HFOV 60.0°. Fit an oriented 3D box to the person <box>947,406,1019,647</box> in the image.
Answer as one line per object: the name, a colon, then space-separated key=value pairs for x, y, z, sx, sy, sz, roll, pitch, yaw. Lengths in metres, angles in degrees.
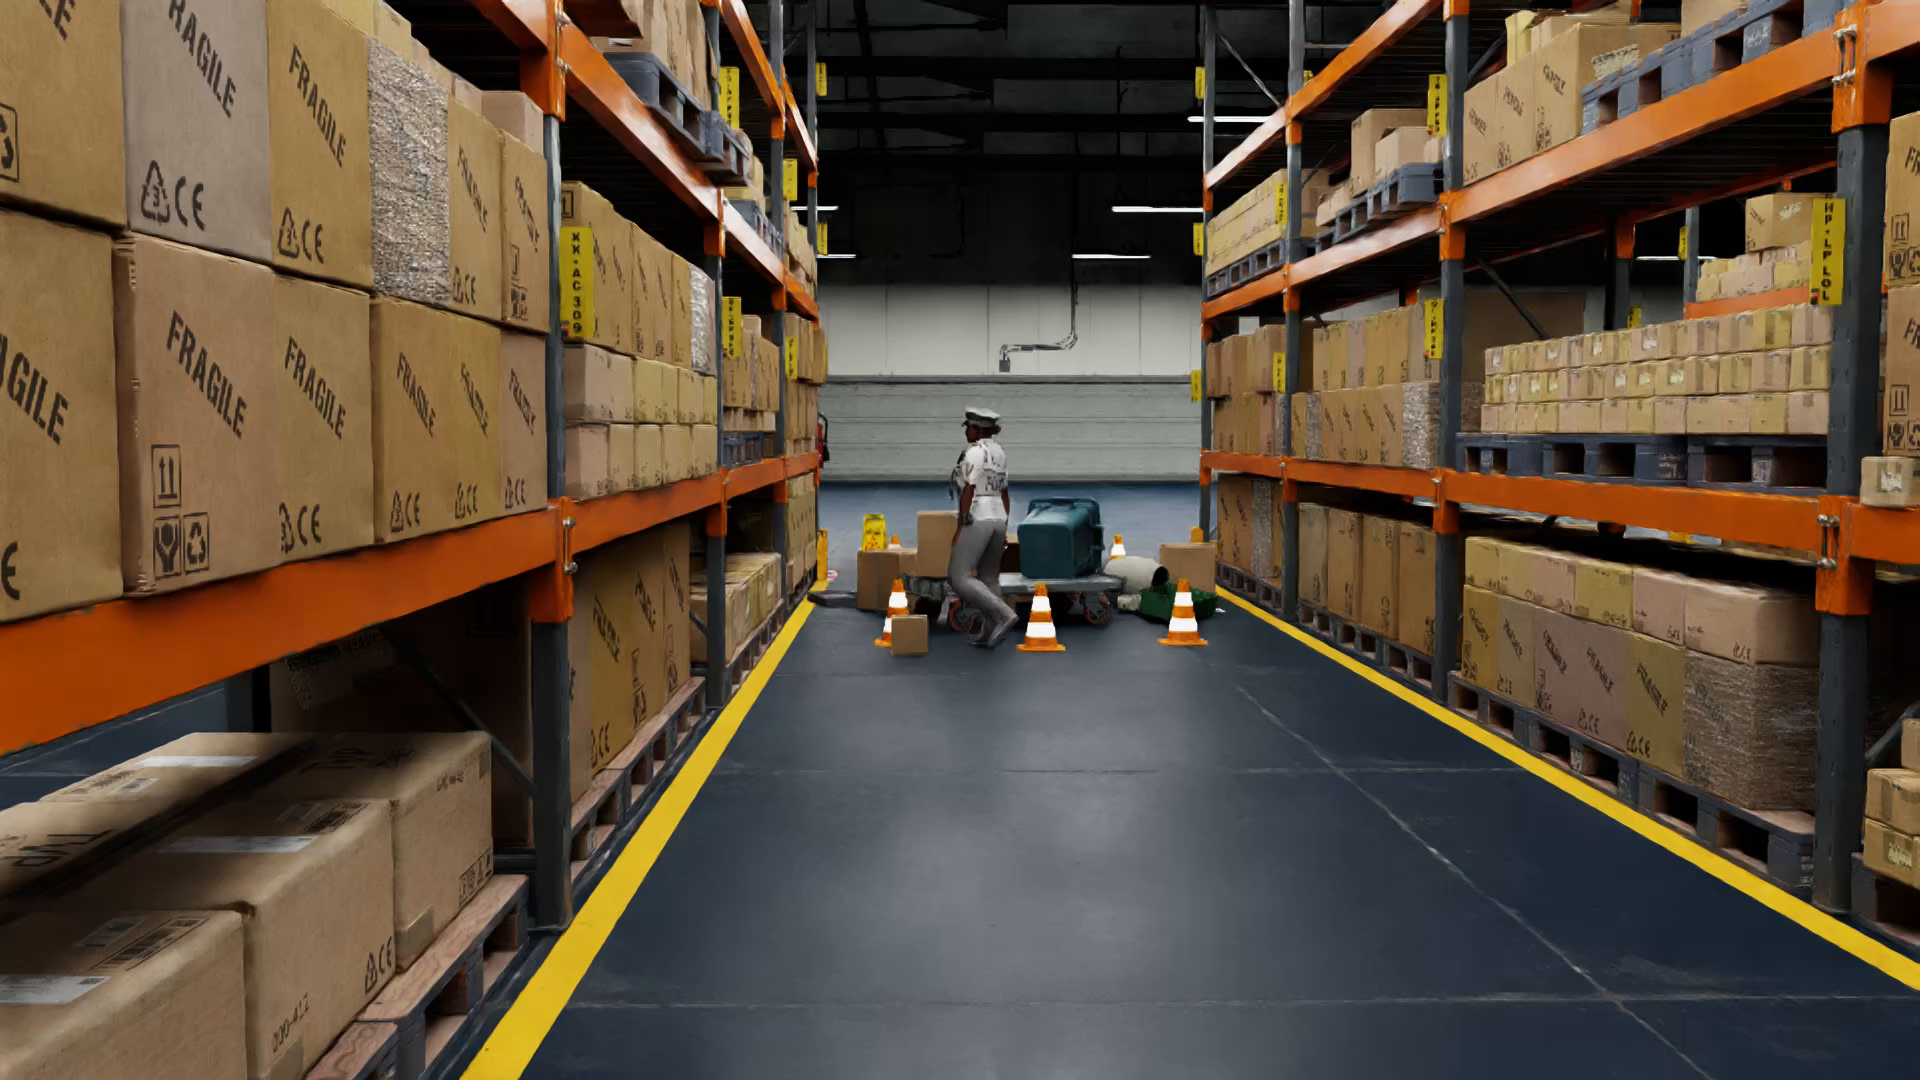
person: x=0.204 y=-0.081 z=11.378 sx=0.565 sy=1.668 sz=0.611 roll=2 pitch=4 yaw=26
